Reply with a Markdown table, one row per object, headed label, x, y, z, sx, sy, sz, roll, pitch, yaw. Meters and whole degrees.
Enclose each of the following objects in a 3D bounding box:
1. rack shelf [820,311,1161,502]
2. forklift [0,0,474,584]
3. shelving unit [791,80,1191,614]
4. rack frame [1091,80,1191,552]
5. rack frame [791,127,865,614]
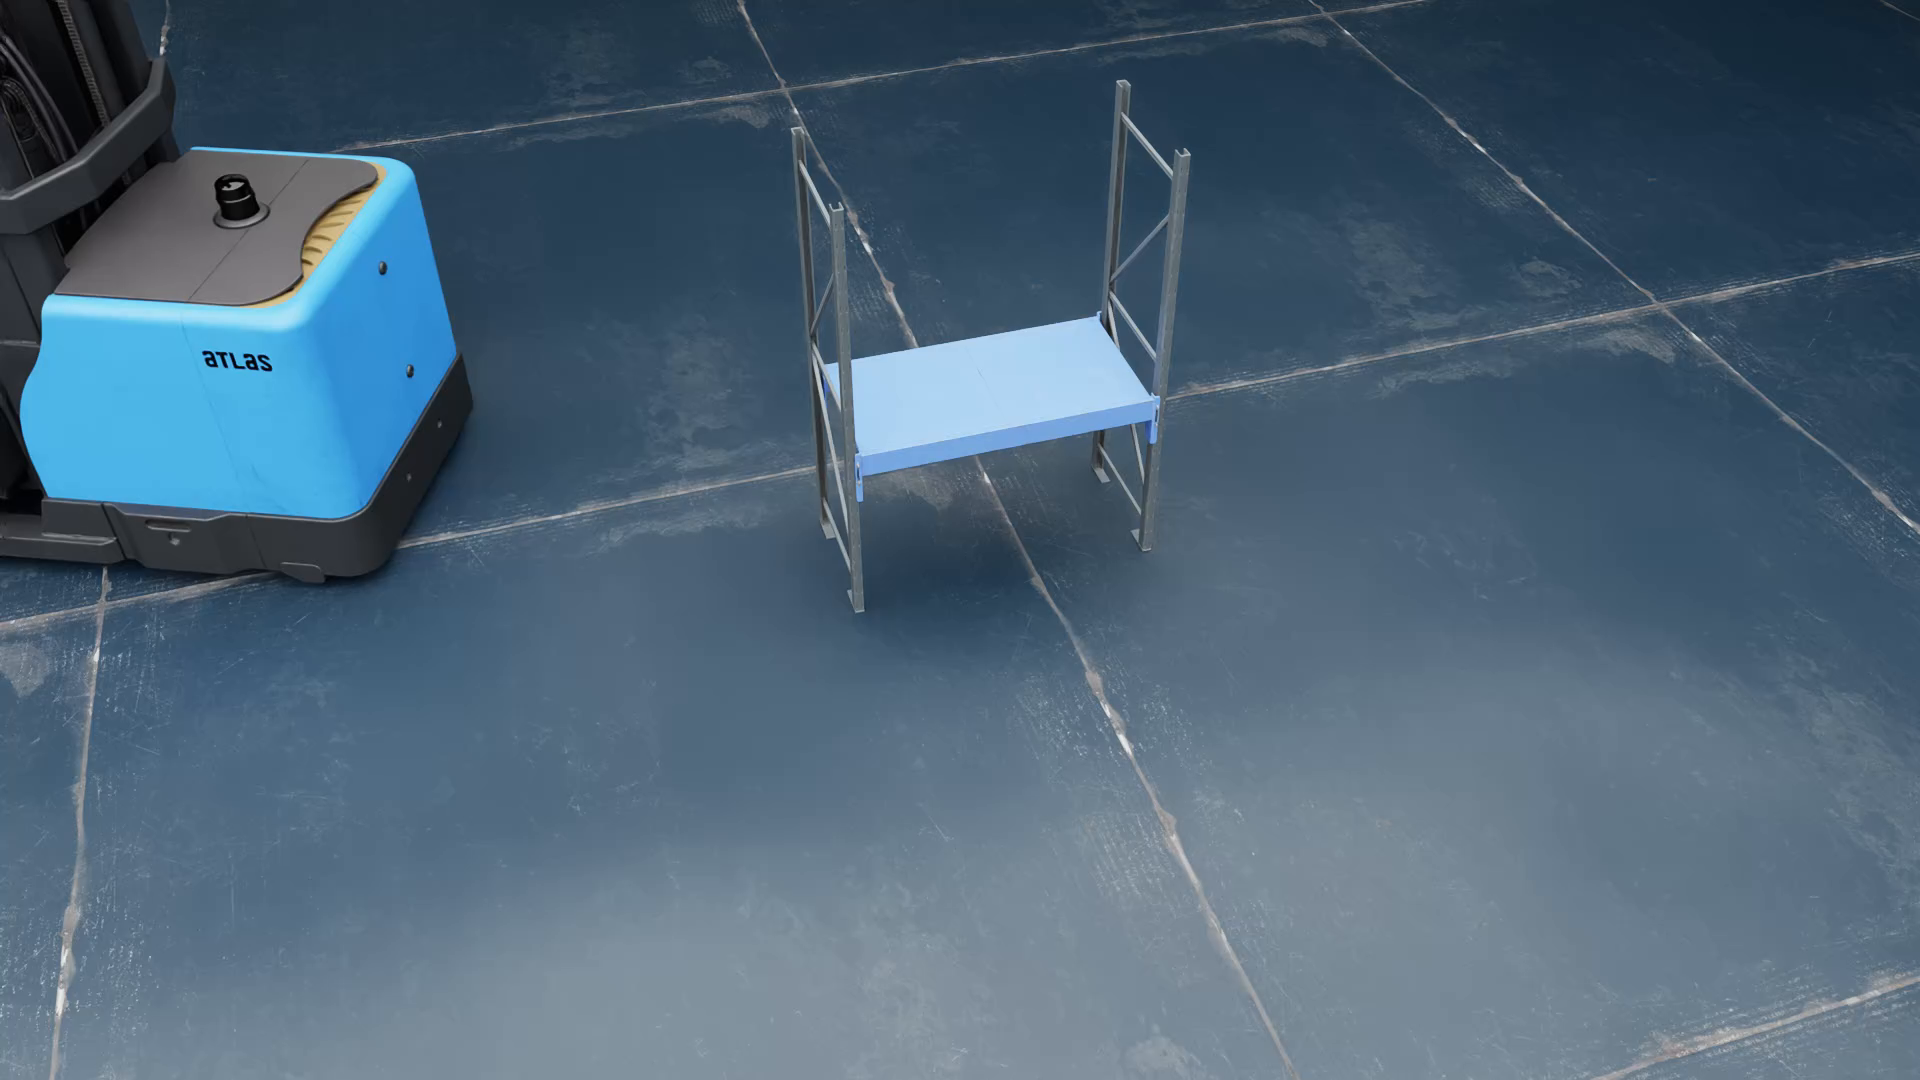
| label | x | y | z | sx | sy | sz | roll | pitch | yaw |
| --- | --- | --- | --- | --- | --- | --- | --- | --- | --- |
| rack shelf | 0.081 | -0.446 | 5.394 | 1.000 | 0.185 | 0.538 | -12 | 42 | -13 |
| forklift | -3.371 | -1.378 | 5.100 | 3.031 | 2.935 | 1.130 | 4 | 41 | 5 |
| shelving unit | 0.081 | -0.582 | 5.276 | 1.048 | 1.500 | 0.538 | -12 | 42 | -13 |
| rack frame | 0.566 | -0.682 | 5.391 | 0.032 | 1.500 | 0.500 | -12 | 42 | -13 |
| rack frame | -0.404 | -0.481 | 5.161 | 0.032 | 1.500 | 0.500 | -12 | 42 | -13 |
